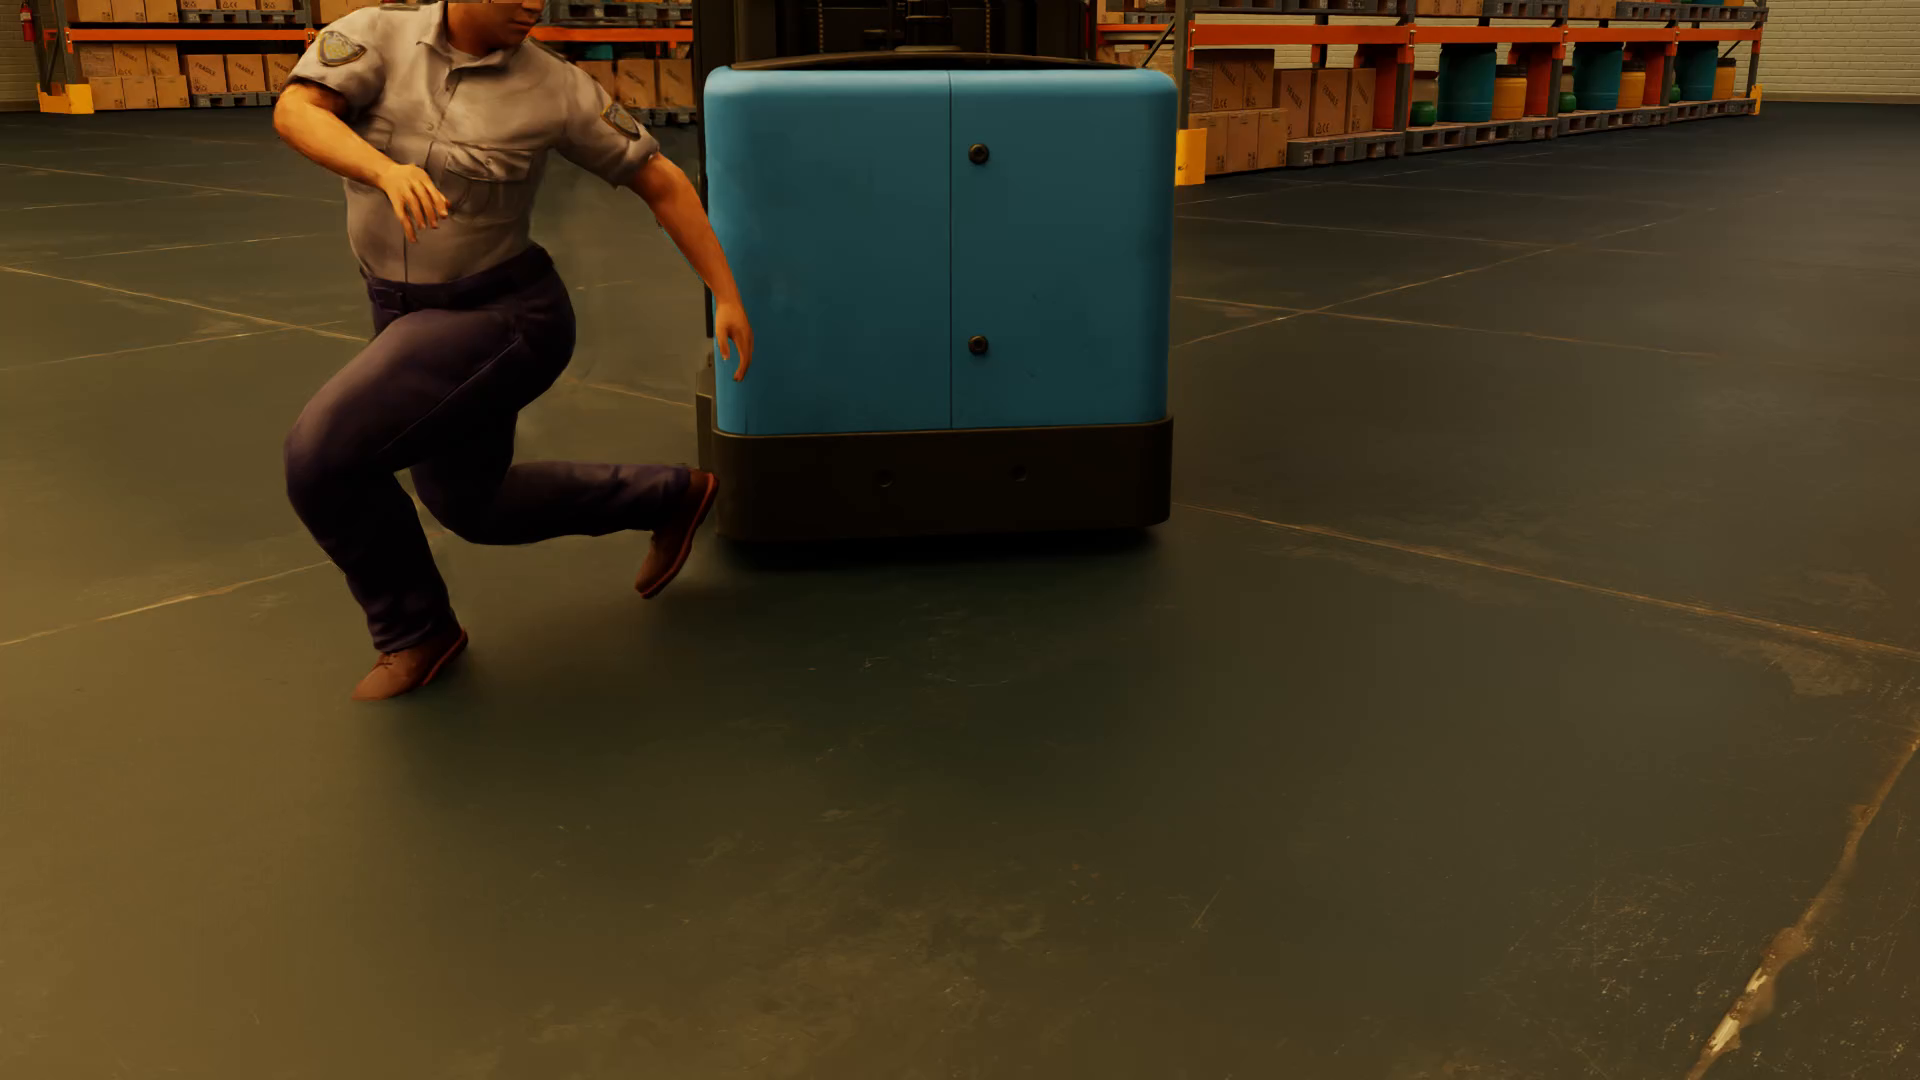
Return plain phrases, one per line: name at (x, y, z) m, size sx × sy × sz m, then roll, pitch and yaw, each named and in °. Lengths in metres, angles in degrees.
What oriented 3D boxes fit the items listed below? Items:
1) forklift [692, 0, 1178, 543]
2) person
forklift at (-0.228, -1.780, 4.760) m, size 1.130 × 2.935 × 3.031 m, roll -2°, pitch 17°, yaw -8°
person at (-0.812, -0.431, 3.068) m, size 0.631 × 1.426 × 0.906 m, roll 13°, pitch 21°, yaw 36°
